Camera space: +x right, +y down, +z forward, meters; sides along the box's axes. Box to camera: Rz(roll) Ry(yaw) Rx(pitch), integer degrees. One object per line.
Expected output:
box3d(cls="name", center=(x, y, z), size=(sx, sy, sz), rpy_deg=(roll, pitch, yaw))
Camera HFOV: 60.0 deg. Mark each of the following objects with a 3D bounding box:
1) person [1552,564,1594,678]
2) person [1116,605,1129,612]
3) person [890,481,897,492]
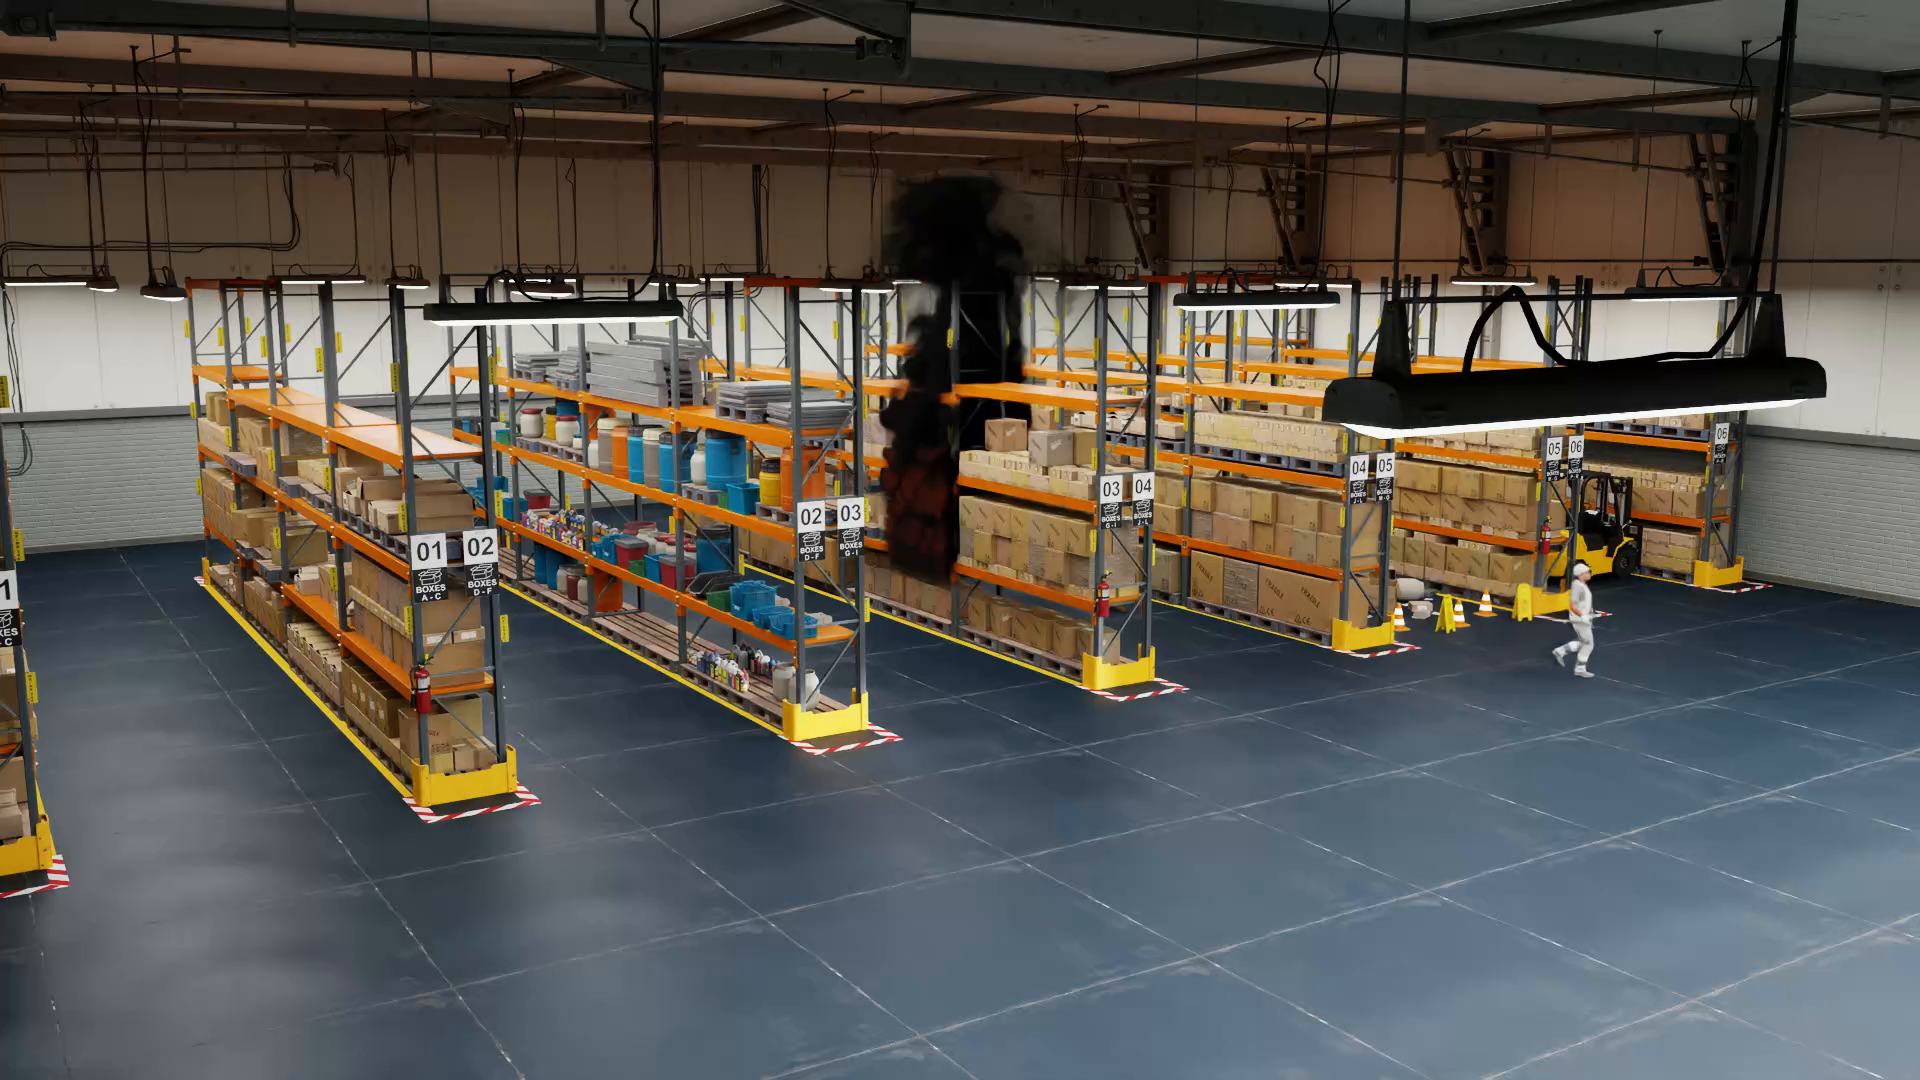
box3d(cls="person", center=(9.447, 1.225, 25.511), size=(0.635, 1.758, 0.651), rpy_deg=(3, 10, 19))
box3d(cls="person", center=(2.722, 0.385, 30.320), size=(0.634, 1.777, 0.984), rpy_deg=(-7, 12, -36))
box3d(cls="person", center=(-1.699, -1.529, 42.128), size=(0.538, 1.676, 0.716), rpy_deg=(4, 10, 21))
